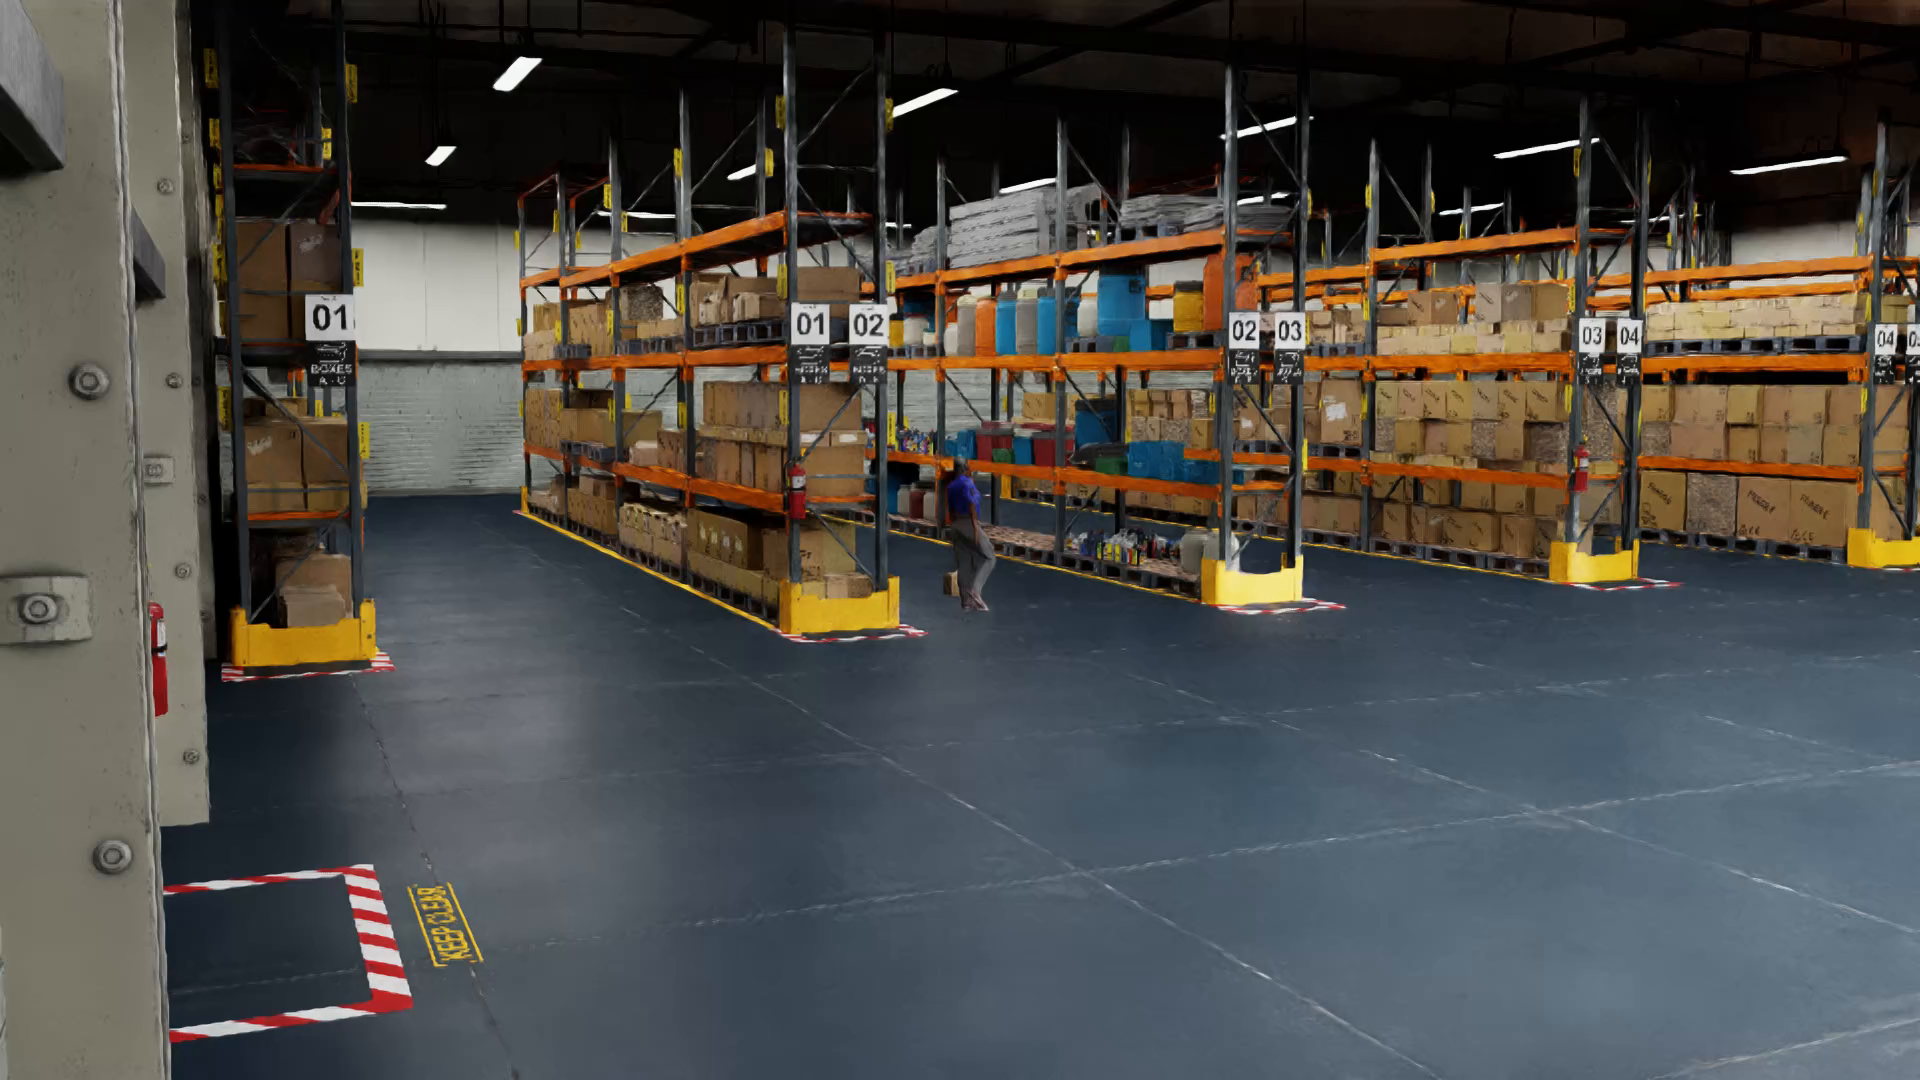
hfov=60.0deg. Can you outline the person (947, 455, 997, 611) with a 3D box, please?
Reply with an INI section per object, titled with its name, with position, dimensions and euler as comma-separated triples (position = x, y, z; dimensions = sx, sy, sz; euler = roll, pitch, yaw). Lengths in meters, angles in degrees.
[person]
position = 0.143, -0.073, 17.713
dimensions = 0.427, 1.650, 0.664
euler = -3, 6, -31
